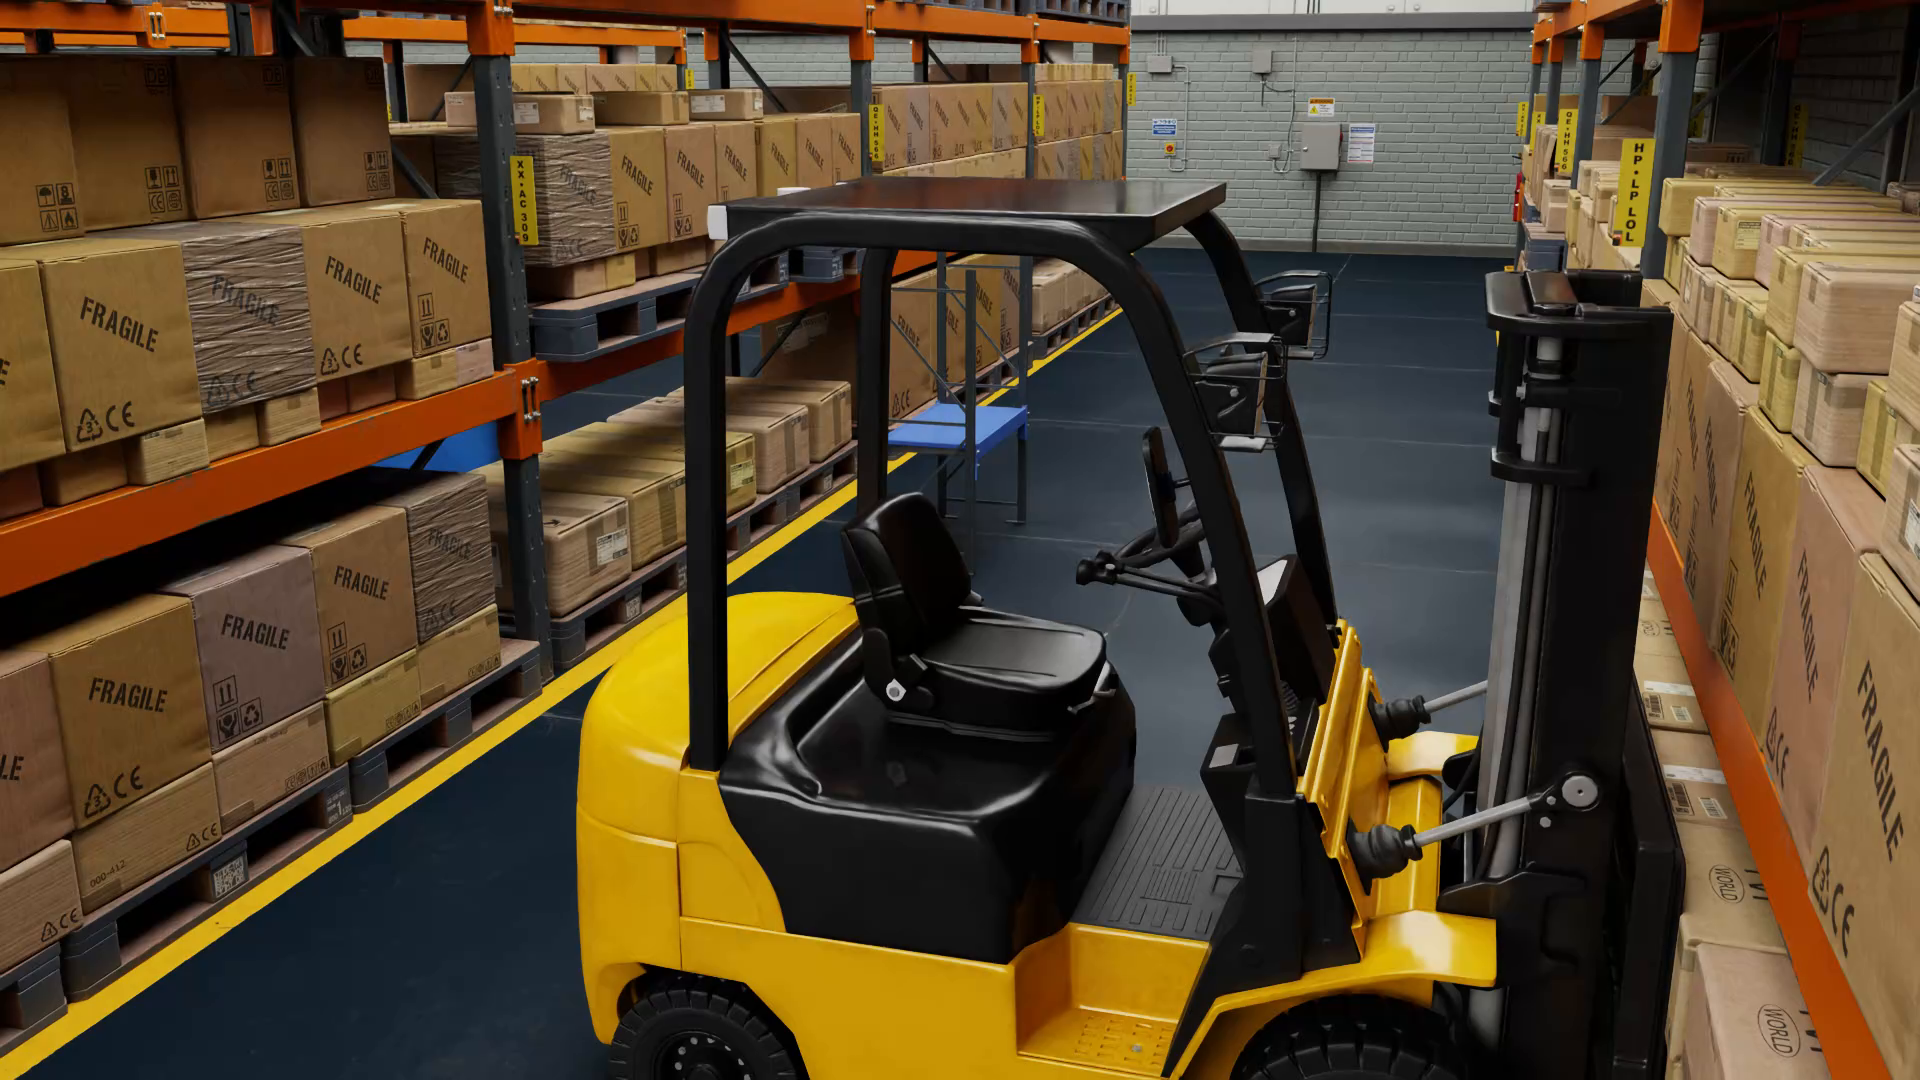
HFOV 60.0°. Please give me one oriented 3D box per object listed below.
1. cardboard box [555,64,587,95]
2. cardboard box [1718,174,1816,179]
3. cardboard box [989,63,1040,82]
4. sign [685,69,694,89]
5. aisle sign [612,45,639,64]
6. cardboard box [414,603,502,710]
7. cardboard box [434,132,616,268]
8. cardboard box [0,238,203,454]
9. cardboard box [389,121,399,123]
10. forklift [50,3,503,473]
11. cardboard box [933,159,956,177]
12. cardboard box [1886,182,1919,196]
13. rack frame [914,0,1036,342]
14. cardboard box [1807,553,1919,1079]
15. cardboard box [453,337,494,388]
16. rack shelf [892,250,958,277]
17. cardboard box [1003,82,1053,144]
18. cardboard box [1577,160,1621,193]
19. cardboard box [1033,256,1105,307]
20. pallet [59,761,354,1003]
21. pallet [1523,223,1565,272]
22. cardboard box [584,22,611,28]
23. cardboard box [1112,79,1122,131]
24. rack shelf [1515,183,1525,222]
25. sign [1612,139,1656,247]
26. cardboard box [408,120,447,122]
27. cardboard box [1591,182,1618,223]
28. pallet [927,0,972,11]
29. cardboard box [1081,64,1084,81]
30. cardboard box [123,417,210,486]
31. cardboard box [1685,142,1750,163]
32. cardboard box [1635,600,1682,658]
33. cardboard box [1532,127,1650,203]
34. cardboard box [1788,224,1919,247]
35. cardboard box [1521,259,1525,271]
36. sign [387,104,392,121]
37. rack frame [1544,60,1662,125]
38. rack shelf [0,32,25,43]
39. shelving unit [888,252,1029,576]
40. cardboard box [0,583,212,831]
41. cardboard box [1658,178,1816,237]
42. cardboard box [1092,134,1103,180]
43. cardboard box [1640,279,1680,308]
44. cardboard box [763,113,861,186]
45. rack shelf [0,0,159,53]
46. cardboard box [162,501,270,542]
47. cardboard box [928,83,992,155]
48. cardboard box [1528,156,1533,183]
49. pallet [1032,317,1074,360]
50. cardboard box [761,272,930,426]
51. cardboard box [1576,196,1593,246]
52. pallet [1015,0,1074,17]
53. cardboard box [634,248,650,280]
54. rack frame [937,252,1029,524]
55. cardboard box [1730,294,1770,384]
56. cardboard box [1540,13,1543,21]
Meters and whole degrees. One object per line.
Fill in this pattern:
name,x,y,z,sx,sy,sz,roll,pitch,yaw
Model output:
cardboard box,-3.991,-4.382,16.222,0.500,0.500,0.500,5,17,17
cardboard box,3.590,-1.544,7.404,0.380,0.149,0.250,5,16,16
cardboard box,0.454,-3.891,13.846,0.380,0.149,0.250,4,16,15
sign,-2.996,-5.052,18.443,0.100,0.325,0.005,5,16,16
aisle sign,-3.789,-5.684,18.608,0.394,0.787,0.004,5,16,16
cardboard box,-2.068,0.402,6.184,0.500,0.250,0.500,5,17,18
cardboard box,-1.749,-1.388,6.728,0.500,0.500,0.500,5,17,17
cardboard box,-2.469,-0.544,4.523,0.500,0.500,0.500,4,16,15
cardboard box,-5.212,-3.645,14.782,0.380,0.149,0.250,6,17,19
forklift,-3.947,-1.497,8.737,3.031,2.935,1.130,-2,16,-7
cardboard box,-0.339,-2.487,11.459,0.500,0.250,0.500,5,16,16
cardboard box,2.801,-0.907,4.612,0.380,0.149,0.250,5,16,16
rack frame,0.116,-2.987,13.864,1.000,3.000,0.127,5,16,16
cardboard box,1.354,0.339,1.954,0.500,0.500,0.500,4,16,15
cardboard box,-1.957,-0.666,6.140,0.380,0.149,0.250,4,16,15
rack shelf,-0.453,-2.118,12.118,1.077,0.370,4.000,5,16,16
cardboard box,0.483,-3.622,14.087,0.500,0.500,0.500,5,17,16
cardboard box,3.366,-1.856,8.505,0.380,0.149,0.250,5,17,18
cardboard box,0.909,-2.583,16.363,0.875,0.438,0.875,5,17,17
pallet,-2.659,0.946,5.108,1.003,0.211,1.213,5,16,16
pallet,3.865,-1.647,9.492,1.213,0.211,1.003,5,16,16
cardboard box,-3.822,-5.219,16.511,0.500,0.250,0.500,5,17,18
cardboard box,1.344,-4.418,16.894,0.500,0.500,0.500,5,17,18
rack shelf,5.444,-2.780,14.454,1.077,0.370,4.000,5,16,16
sign,2.079,-1.069,5.124,0.100,0.325,0.005,5,16,16
cardboard box,-4.792,-3.684,15.593,0.500,0.500,0.500,5,16,16
cardboard box,2.822,-1.389,6.858,0.380,0.149,0.250,4,16,14
pallet,-0.574,-3.758,11.432,1.003,0.211,1.213,5,17,18
cardboard box,0.940,-4.360,15.500,0.380,0.149,0.250,5,17,18
cardboard box,-2.382,-0.265,4.727,0.380,0.149,0.250,5,17,16
cardboard box,4.035,-1.929,9.182,0.500,0.500,0.500,5,17,18
cardboard box,2.009,0.365,4.484,0.500,0.250,0.500,5,16,16
cardboard box,4.377,-2.609,11.577,0.700,0.500,0.500,5,17,16
cardboard box,1.884,-0.543,3.331,0.380,0.149,0.250,5,16,16
cardboard box,5.468,-2.276,15.168,0.700,0.500,0.500,5,17,18
sign,-5.181,-3.801,15.147,0.100,0.325,0.005,5,16,16
rack frame,4.876,-2.603,12.511,1.000,3.000,0.127,5,16,16
rack shelf,-9.954,-4.329,14.418,1.077,0.370,4.000,5,16,16
shelving unit,-0.024,-0.699,8.546,0.538,1.500,1.048,5,16,16
cardboard box,-2.499,0.449,4.646,0.500,0.500,0.500,5,17,17
cardboard box,2.227,-0.953,4.776,0.380,0.149,0.250,5,17,17
cardboard box,1.075,-3.670,16.087,0.500,0.500,0.500,5,17,17
cardboard box,2.226,-0.463,4.780,0.500,0.500,0.500,4,16,14
cardboard box,-0.884,-2.193,9.568,0.500,0.500,0.500,4,16,14
rack shelf,-6.364,-2.872,9.279,1.077,0.370,4.000,5,16,16
cardboard box,-2.725,0.140,5.733,0.500,0.500,0.500,5,17,18
cardboard box,-0.073,-3.113,12.292,0.500,0.500,0.500,5,17,18
cardboard box,5.217,-3.223,14.424,0.500,0.250,0.500,4,16,14
pallet,0.407,-1.839,14.925,1.003,0.211,1.213,5,16,16
cardboard box,-0.745,-1.295,11.022,0.875,0.875,0.875,4,16,15
cardboard box,3.235,-1.497,7.969,0.500,0.250,0.500,5,17,18
pallet,0.358,-4.601,14.219,1.003,0.211,1.213,5,16,16
cardboard box,-1.611,-1.240,7.396,0.380,0.149,0.250,6,17,19
rack frame,0.120,-0.832,9.015,0.500,1.500,0.032,5,16,16
cardboard box,1.801,-0.404,3.386,0.380,0.149,0.250,4,16,15
cardboard box,5.170,-4.513,14.207,0.380,0.149,0.250,5,16,16
